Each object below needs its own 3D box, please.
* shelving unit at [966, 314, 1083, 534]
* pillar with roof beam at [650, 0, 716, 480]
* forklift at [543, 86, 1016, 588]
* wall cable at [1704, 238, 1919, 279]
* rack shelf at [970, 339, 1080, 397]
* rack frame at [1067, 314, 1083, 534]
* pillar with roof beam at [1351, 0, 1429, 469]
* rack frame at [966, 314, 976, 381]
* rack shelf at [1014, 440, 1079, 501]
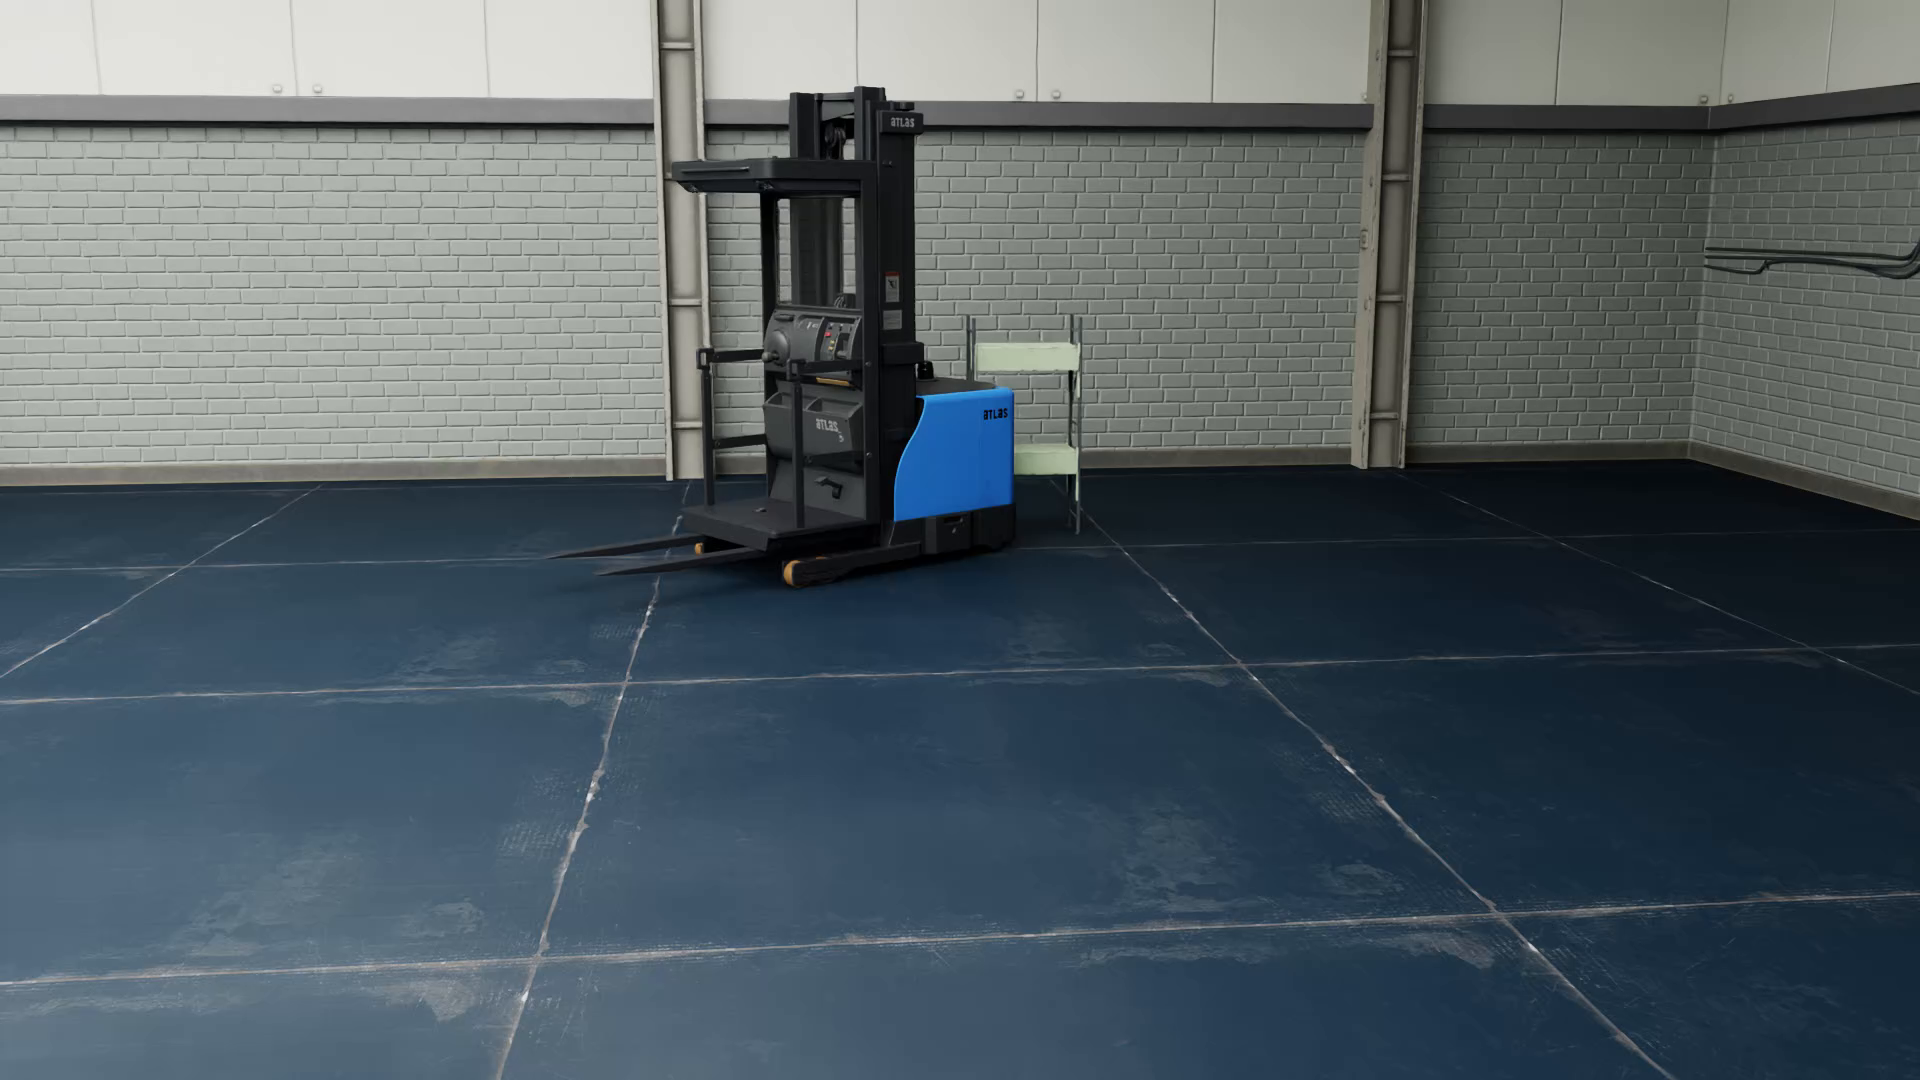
[{"bbox_3d":[0.439,-0.807,11.585,0.755,1.500,0.431,-1,11,-6],"label":"shelving unit"},{"bbox_3d":[-1.810,-4.122,9.005,0.400,9.000,9.100,-1,11,-6],"label":"pillar with roof beam"},{"bbox_3d":[-1.077,-1.267,10.212,3.031,2.935,1.130,-9,15,-40],"label":"forklift"},{"bbox_3d":[6.762,-3.356,13.162,0.112,2.526,3.097,-1,11,-6],"label":"wall cable"},{"bbox_3d":[0.439,-1.190,11.509,0.720,0.370,0.431,-1,11,-6],"label":"rack shelf"},{"bbox_3d":[0.803,-0.814,11.621,0.023,1.500,0.400,-1,11,-6],"label":"rack frame"},{"bbox_3d":[4.155,-4.247,9.641,0.400,9.000,9.100,-1,11,-6],"label":"pillar with roof beam"},{"bbox_3d":[0.075,-0.800,11.548,0.023,1.500,0.400,-1,11,-6],"label":"rack frame"},{"bbox_3d":[0.439,-0.487,11.648,0.720,0.370,0.431,-1,11,-6],"label":"rack shelf"}]
